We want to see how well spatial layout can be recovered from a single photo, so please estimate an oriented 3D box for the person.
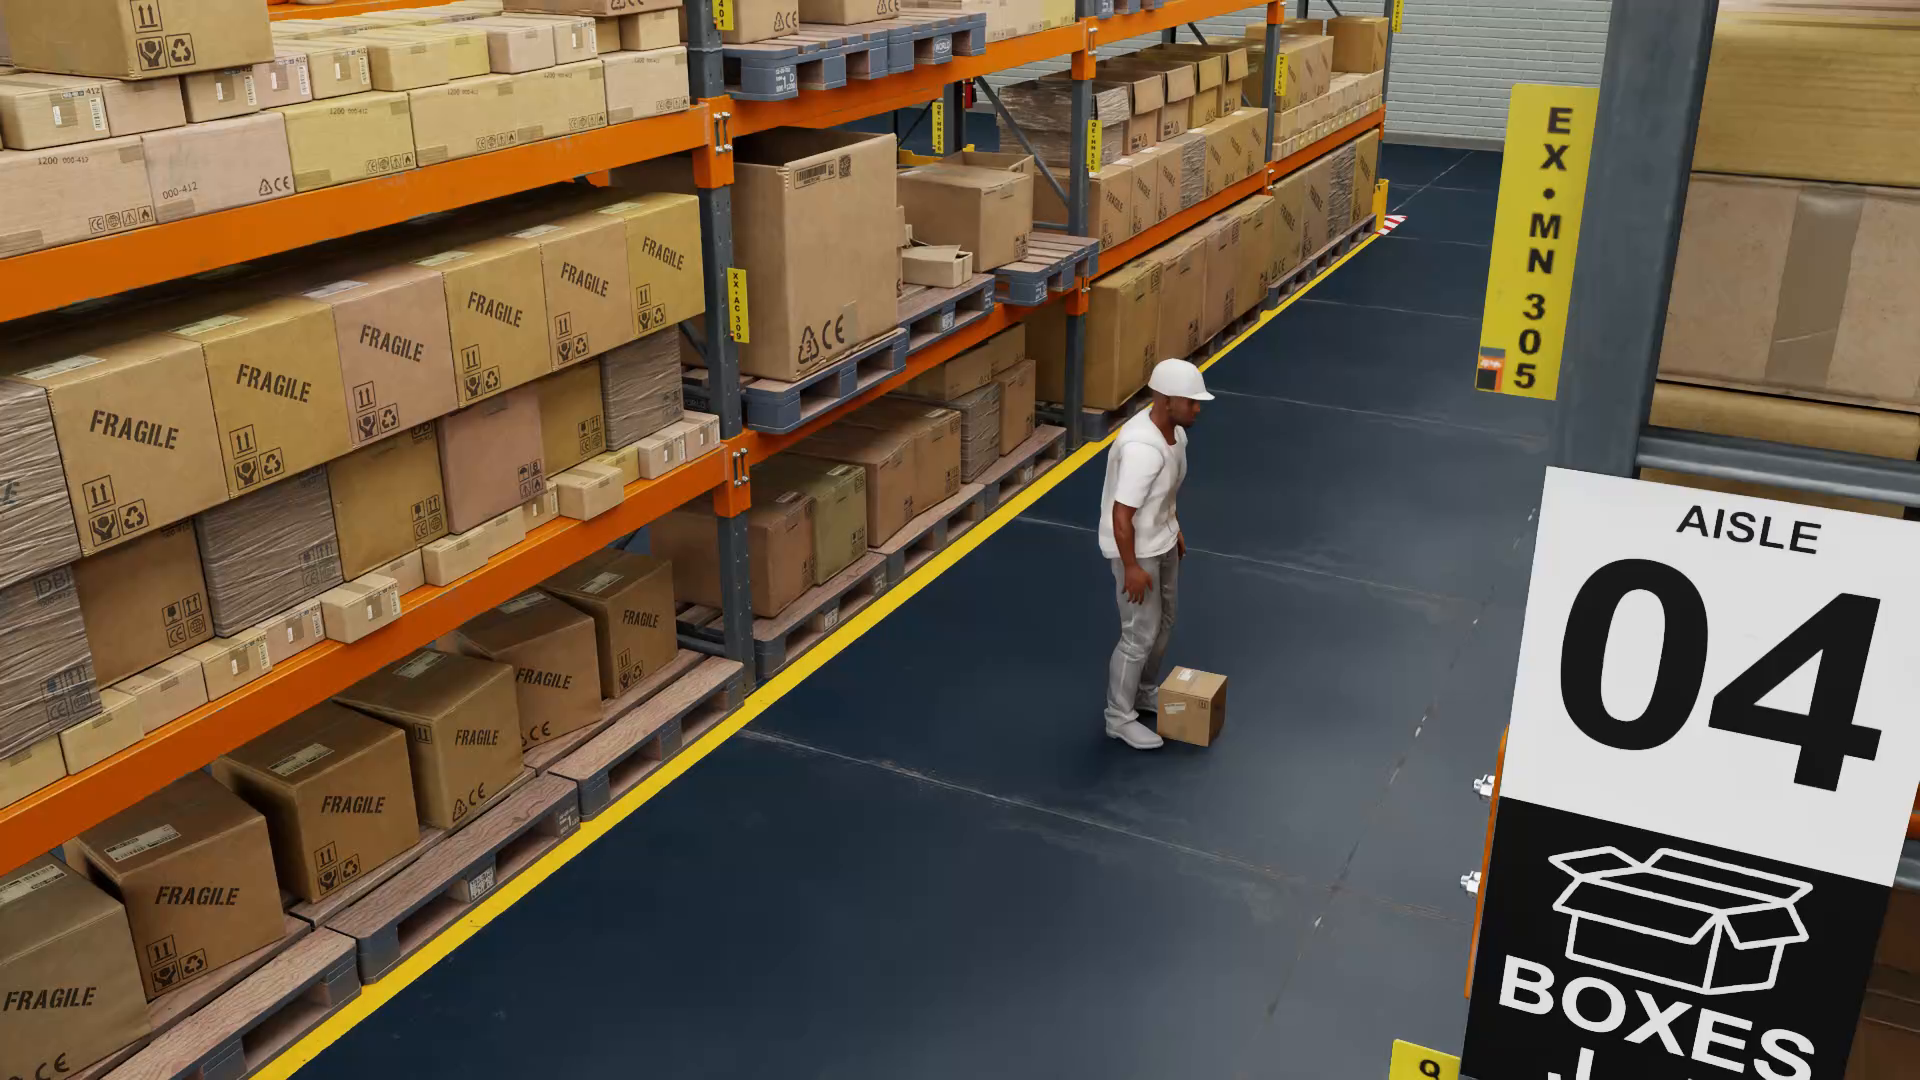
[{"bbox_3d":[0.867,0.037,7.482,0.463,1.760,0.631,11,25,24],"label":"person"}]
